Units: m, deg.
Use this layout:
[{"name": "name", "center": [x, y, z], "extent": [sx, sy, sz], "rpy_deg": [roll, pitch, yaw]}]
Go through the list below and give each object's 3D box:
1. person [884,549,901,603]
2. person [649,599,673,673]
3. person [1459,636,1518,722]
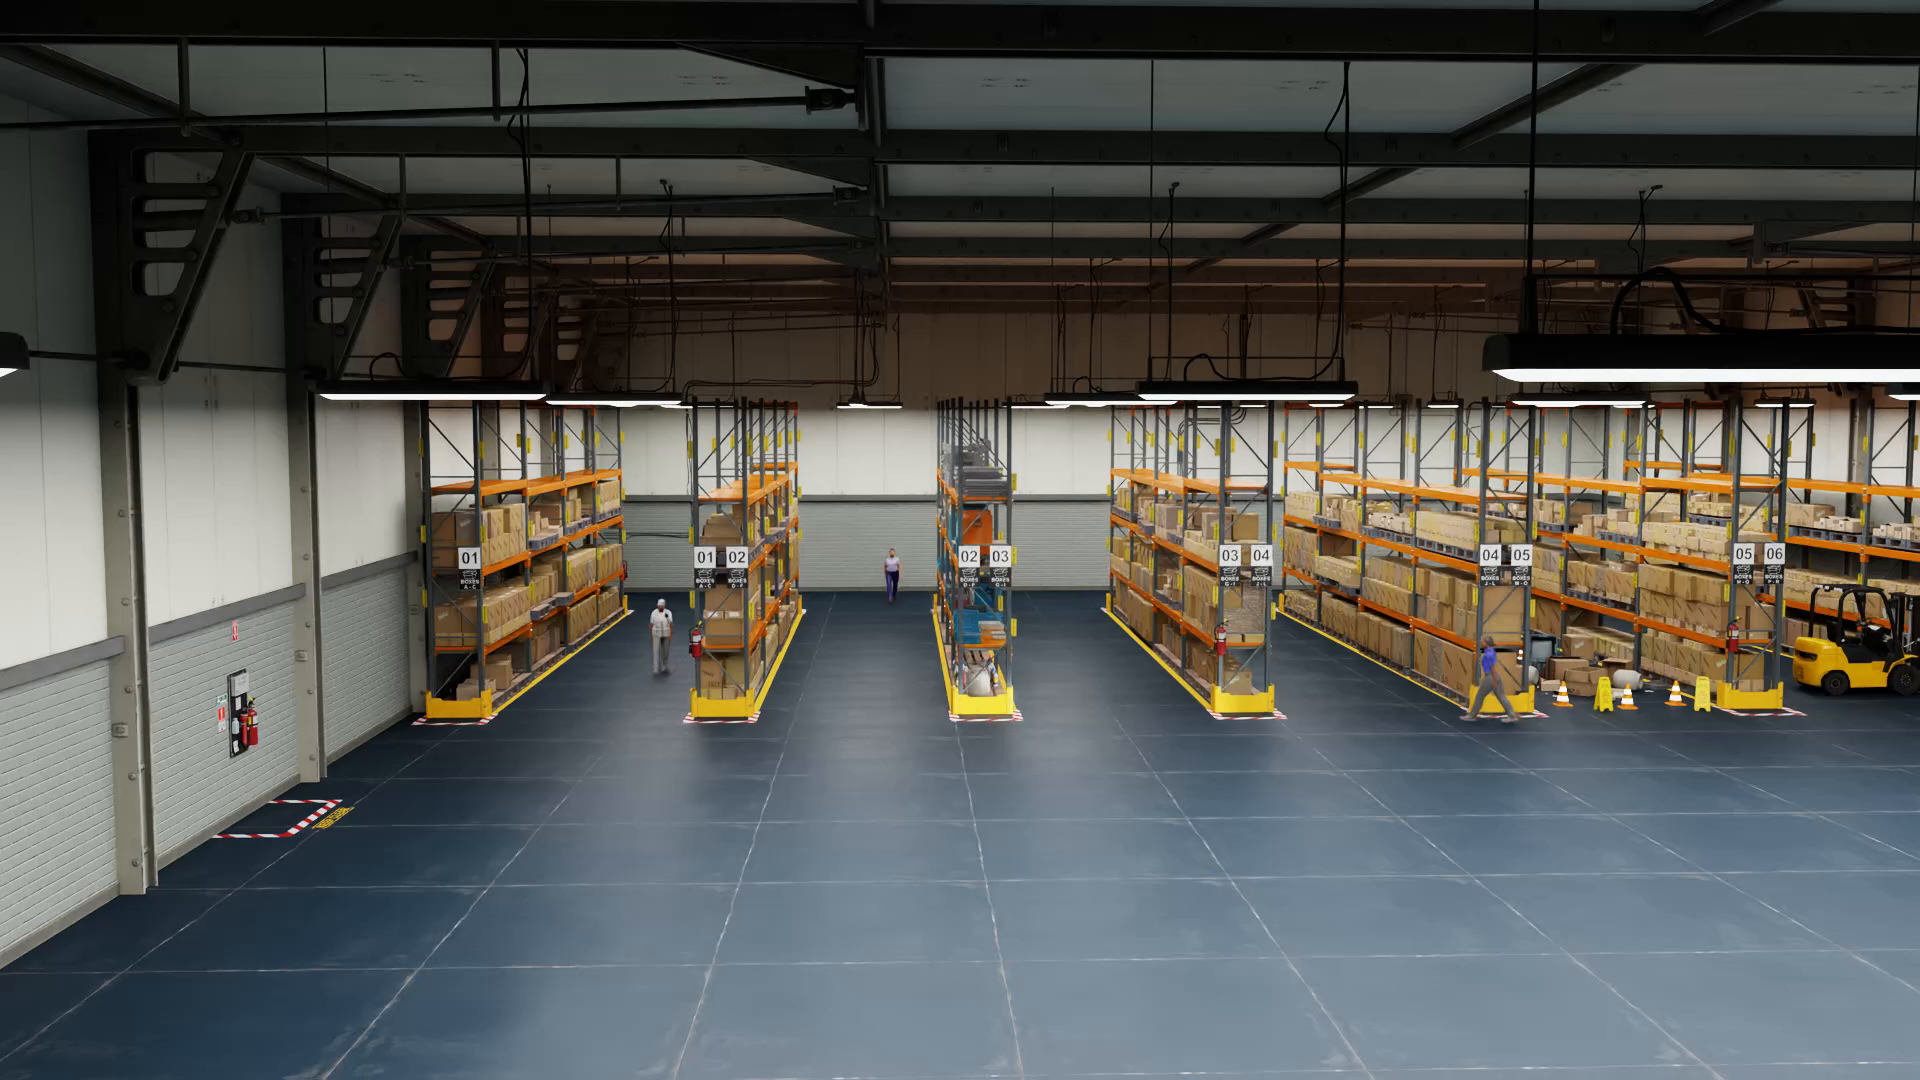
[{"name": "person", "center": [-2.033, 1.050, 50.020], "extent": [0.518, 1.588, 1.022], "rpy_deg": [0, 4, -5]}, {"name": "person", "center": [-6.517, 2.091, 36.325], "extent": [0.508, 1.606, 1.004], "rpy_deg": [-1, 5, -18]}, {"name": "person", "center": [9.729, 2.551, 30.539], "extent": [1.023, 1.587, 0.482], "rpy_deg": [2, 5, 28]}]
